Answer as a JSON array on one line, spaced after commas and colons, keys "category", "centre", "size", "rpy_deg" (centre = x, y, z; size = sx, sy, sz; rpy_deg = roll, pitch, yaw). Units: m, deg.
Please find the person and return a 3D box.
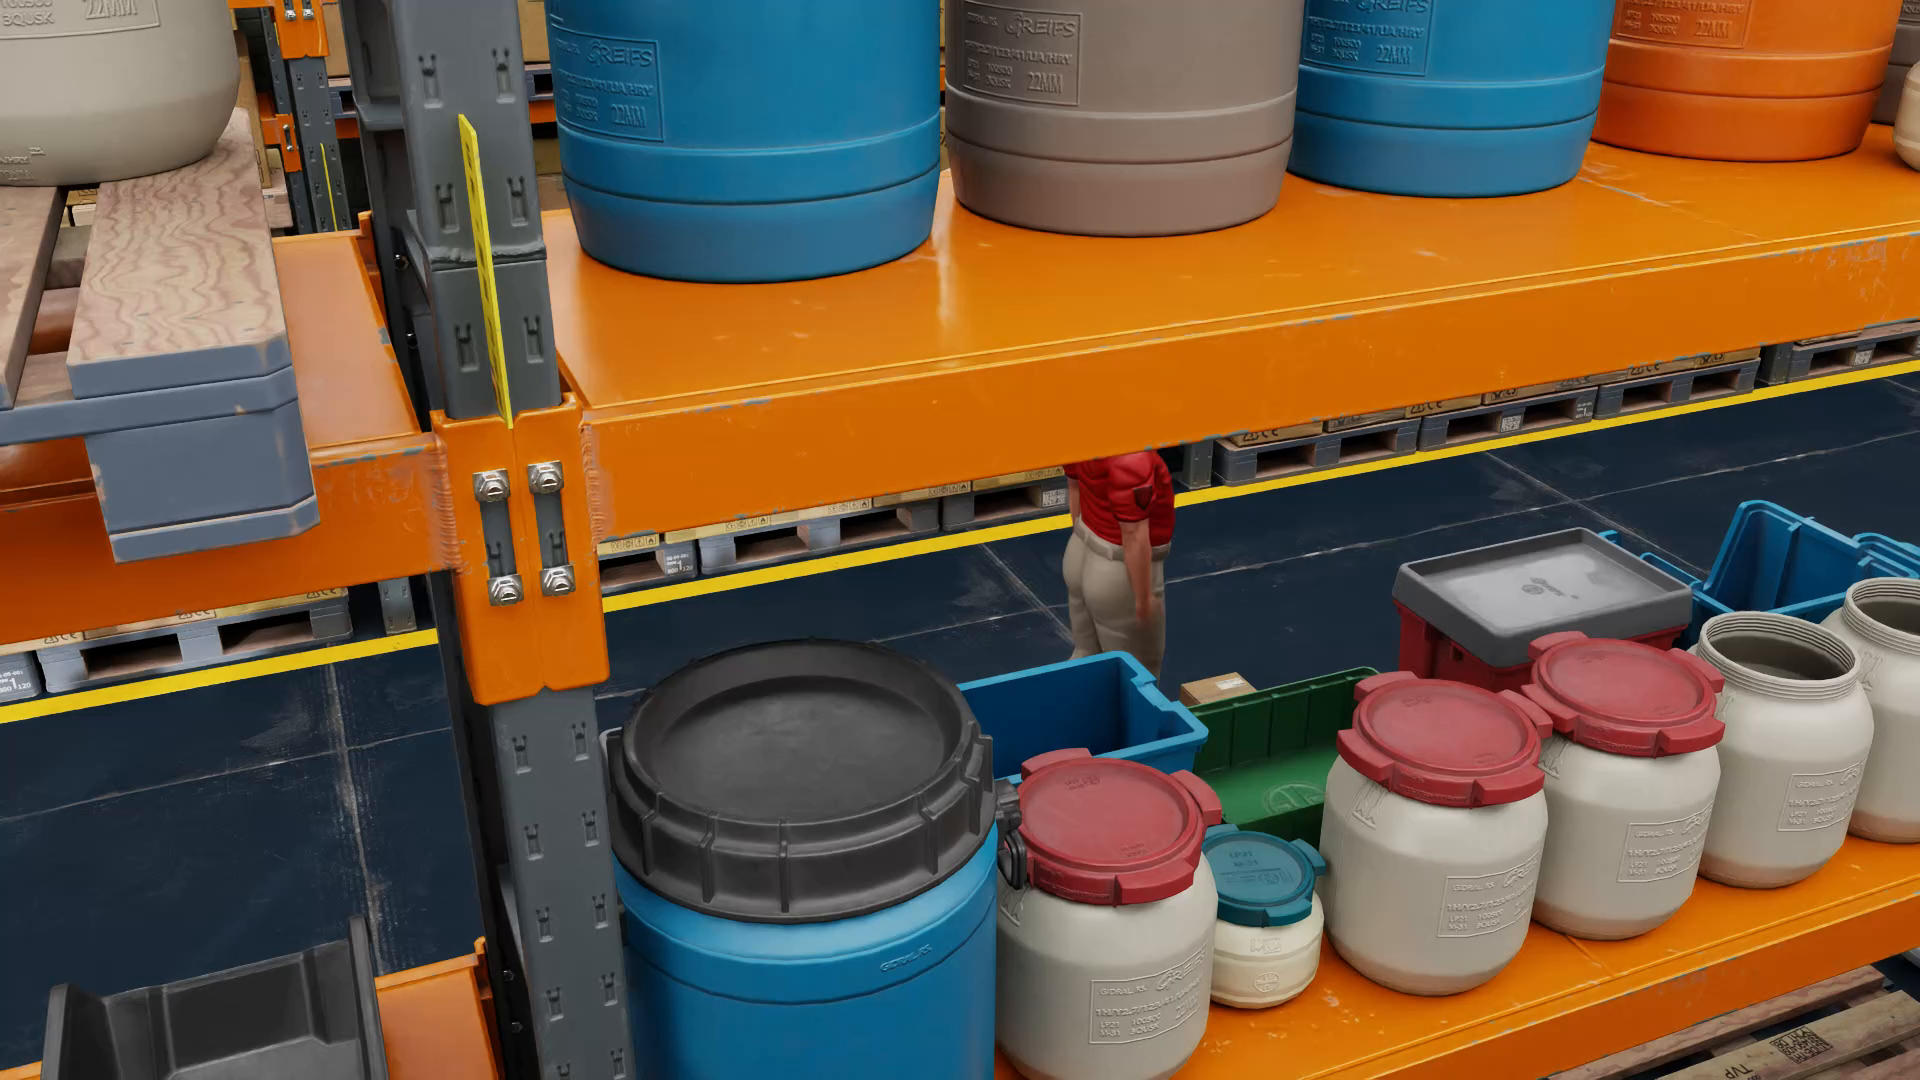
[{"category": "person", "centre": [0.559, 0.122, 5.910], "size": [0.368, 1.743, 0.526], "rpy_deg": [-10, 27, -19]}]
